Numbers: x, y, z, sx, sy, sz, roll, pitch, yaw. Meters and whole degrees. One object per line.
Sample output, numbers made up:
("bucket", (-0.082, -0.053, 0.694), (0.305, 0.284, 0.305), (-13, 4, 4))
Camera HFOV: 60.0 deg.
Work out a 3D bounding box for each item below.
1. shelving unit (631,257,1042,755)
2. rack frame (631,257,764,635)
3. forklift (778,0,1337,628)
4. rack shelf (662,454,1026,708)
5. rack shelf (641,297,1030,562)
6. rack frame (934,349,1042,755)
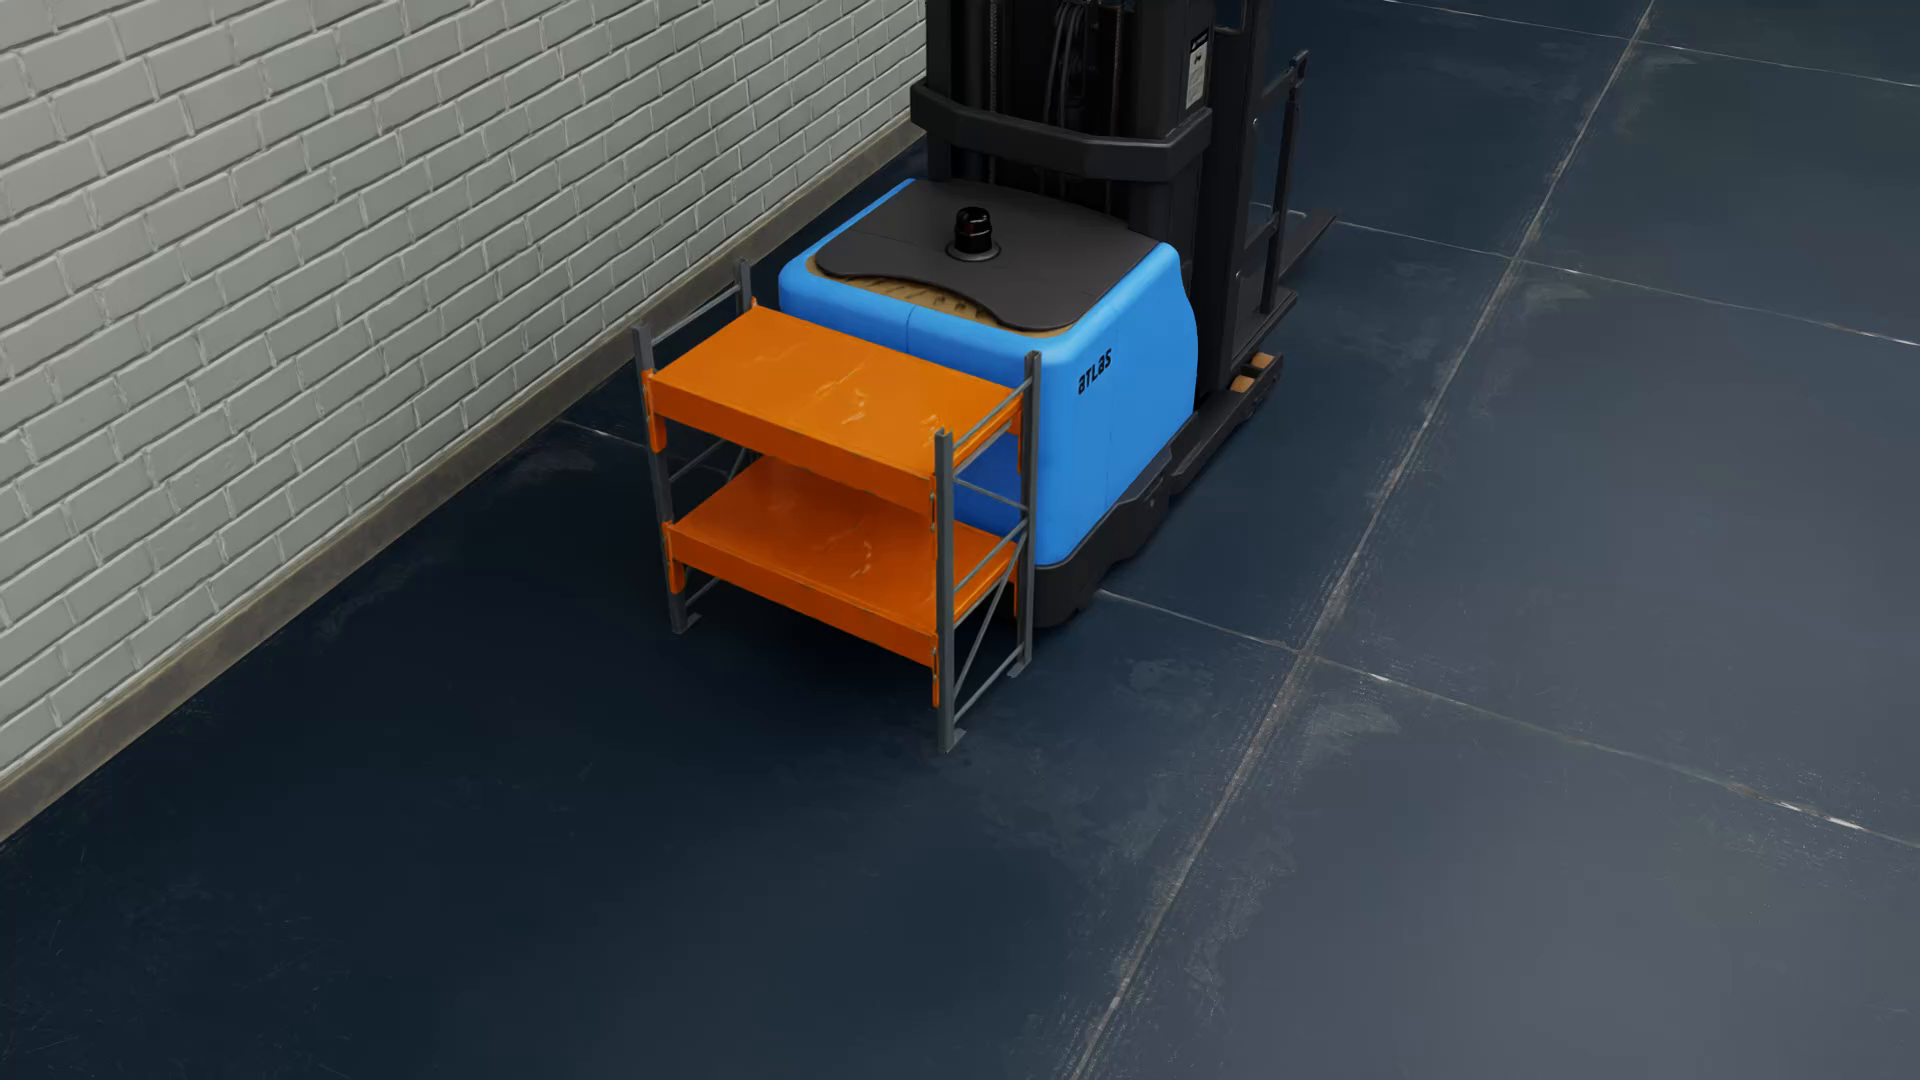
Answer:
("shelving unit", (-0.350, -0.110, 4.965), (1.048, 1.125, 0.538), (21, 42, 25))
("rack frame", (-0.781, -0.274, 5.180), (0.032, 1.125, 0.500), (21, 42, 25))
("forklift", (0.603, -1.758, 5.641), (1.130, 2.935, 3.031), (19, 41, 24))
("rack shelf", (-0.350, 0.085, 5.112), (1.000, 0.278, 0.538), (21, 42, 25))
("rack shelf", (-0.350, -0.343, 4.788), (1.000, 0.278, 0.538), (21, 42, 25))
("rack frame", (0.080, 0.054, 4.749), (0.032, 1.125, 0.500), (21, 42, 25))
